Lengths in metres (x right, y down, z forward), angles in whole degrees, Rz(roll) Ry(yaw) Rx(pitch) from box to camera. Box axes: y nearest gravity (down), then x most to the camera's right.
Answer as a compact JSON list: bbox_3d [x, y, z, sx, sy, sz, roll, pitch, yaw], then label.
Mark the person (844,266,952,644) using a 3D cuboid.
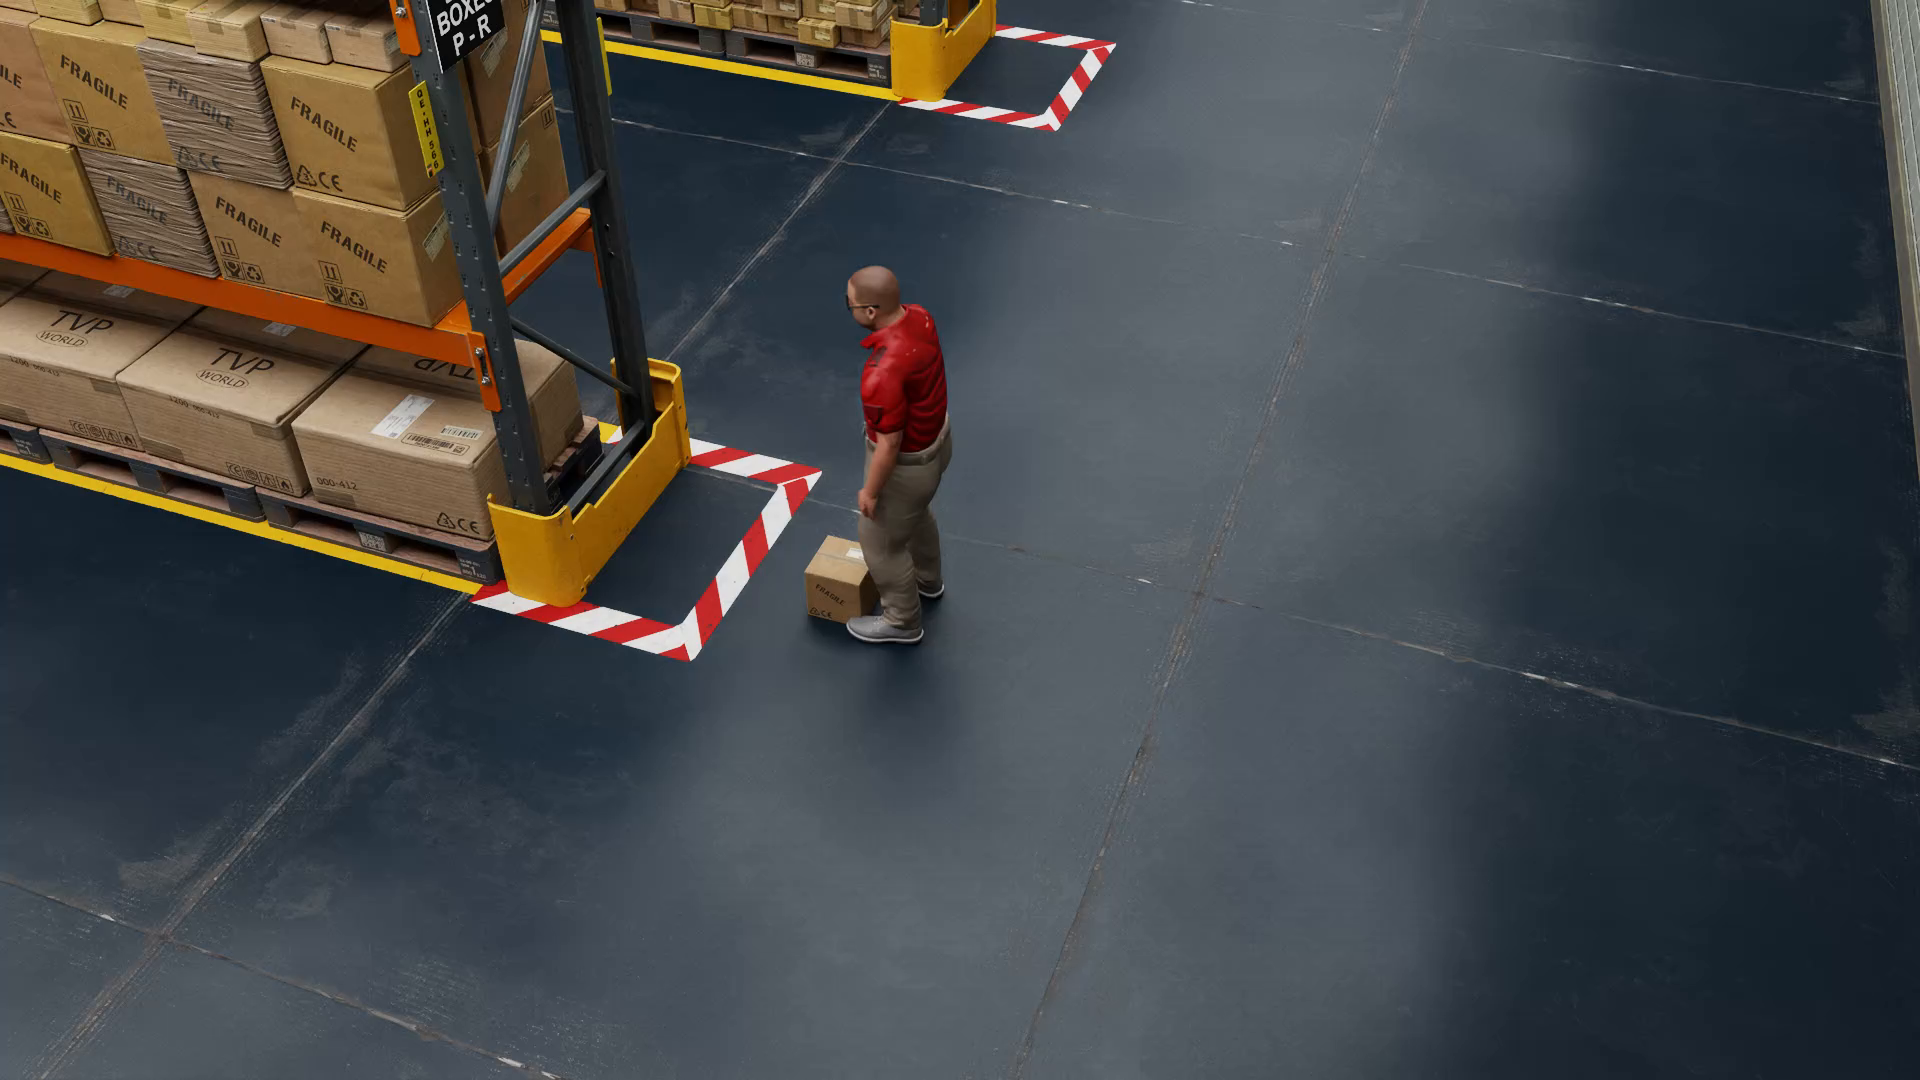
[{"bbox_3d":[-0.248,-0.329,6.544,0.391,1.726,0.589,12,43,13],"label":"person"}]
